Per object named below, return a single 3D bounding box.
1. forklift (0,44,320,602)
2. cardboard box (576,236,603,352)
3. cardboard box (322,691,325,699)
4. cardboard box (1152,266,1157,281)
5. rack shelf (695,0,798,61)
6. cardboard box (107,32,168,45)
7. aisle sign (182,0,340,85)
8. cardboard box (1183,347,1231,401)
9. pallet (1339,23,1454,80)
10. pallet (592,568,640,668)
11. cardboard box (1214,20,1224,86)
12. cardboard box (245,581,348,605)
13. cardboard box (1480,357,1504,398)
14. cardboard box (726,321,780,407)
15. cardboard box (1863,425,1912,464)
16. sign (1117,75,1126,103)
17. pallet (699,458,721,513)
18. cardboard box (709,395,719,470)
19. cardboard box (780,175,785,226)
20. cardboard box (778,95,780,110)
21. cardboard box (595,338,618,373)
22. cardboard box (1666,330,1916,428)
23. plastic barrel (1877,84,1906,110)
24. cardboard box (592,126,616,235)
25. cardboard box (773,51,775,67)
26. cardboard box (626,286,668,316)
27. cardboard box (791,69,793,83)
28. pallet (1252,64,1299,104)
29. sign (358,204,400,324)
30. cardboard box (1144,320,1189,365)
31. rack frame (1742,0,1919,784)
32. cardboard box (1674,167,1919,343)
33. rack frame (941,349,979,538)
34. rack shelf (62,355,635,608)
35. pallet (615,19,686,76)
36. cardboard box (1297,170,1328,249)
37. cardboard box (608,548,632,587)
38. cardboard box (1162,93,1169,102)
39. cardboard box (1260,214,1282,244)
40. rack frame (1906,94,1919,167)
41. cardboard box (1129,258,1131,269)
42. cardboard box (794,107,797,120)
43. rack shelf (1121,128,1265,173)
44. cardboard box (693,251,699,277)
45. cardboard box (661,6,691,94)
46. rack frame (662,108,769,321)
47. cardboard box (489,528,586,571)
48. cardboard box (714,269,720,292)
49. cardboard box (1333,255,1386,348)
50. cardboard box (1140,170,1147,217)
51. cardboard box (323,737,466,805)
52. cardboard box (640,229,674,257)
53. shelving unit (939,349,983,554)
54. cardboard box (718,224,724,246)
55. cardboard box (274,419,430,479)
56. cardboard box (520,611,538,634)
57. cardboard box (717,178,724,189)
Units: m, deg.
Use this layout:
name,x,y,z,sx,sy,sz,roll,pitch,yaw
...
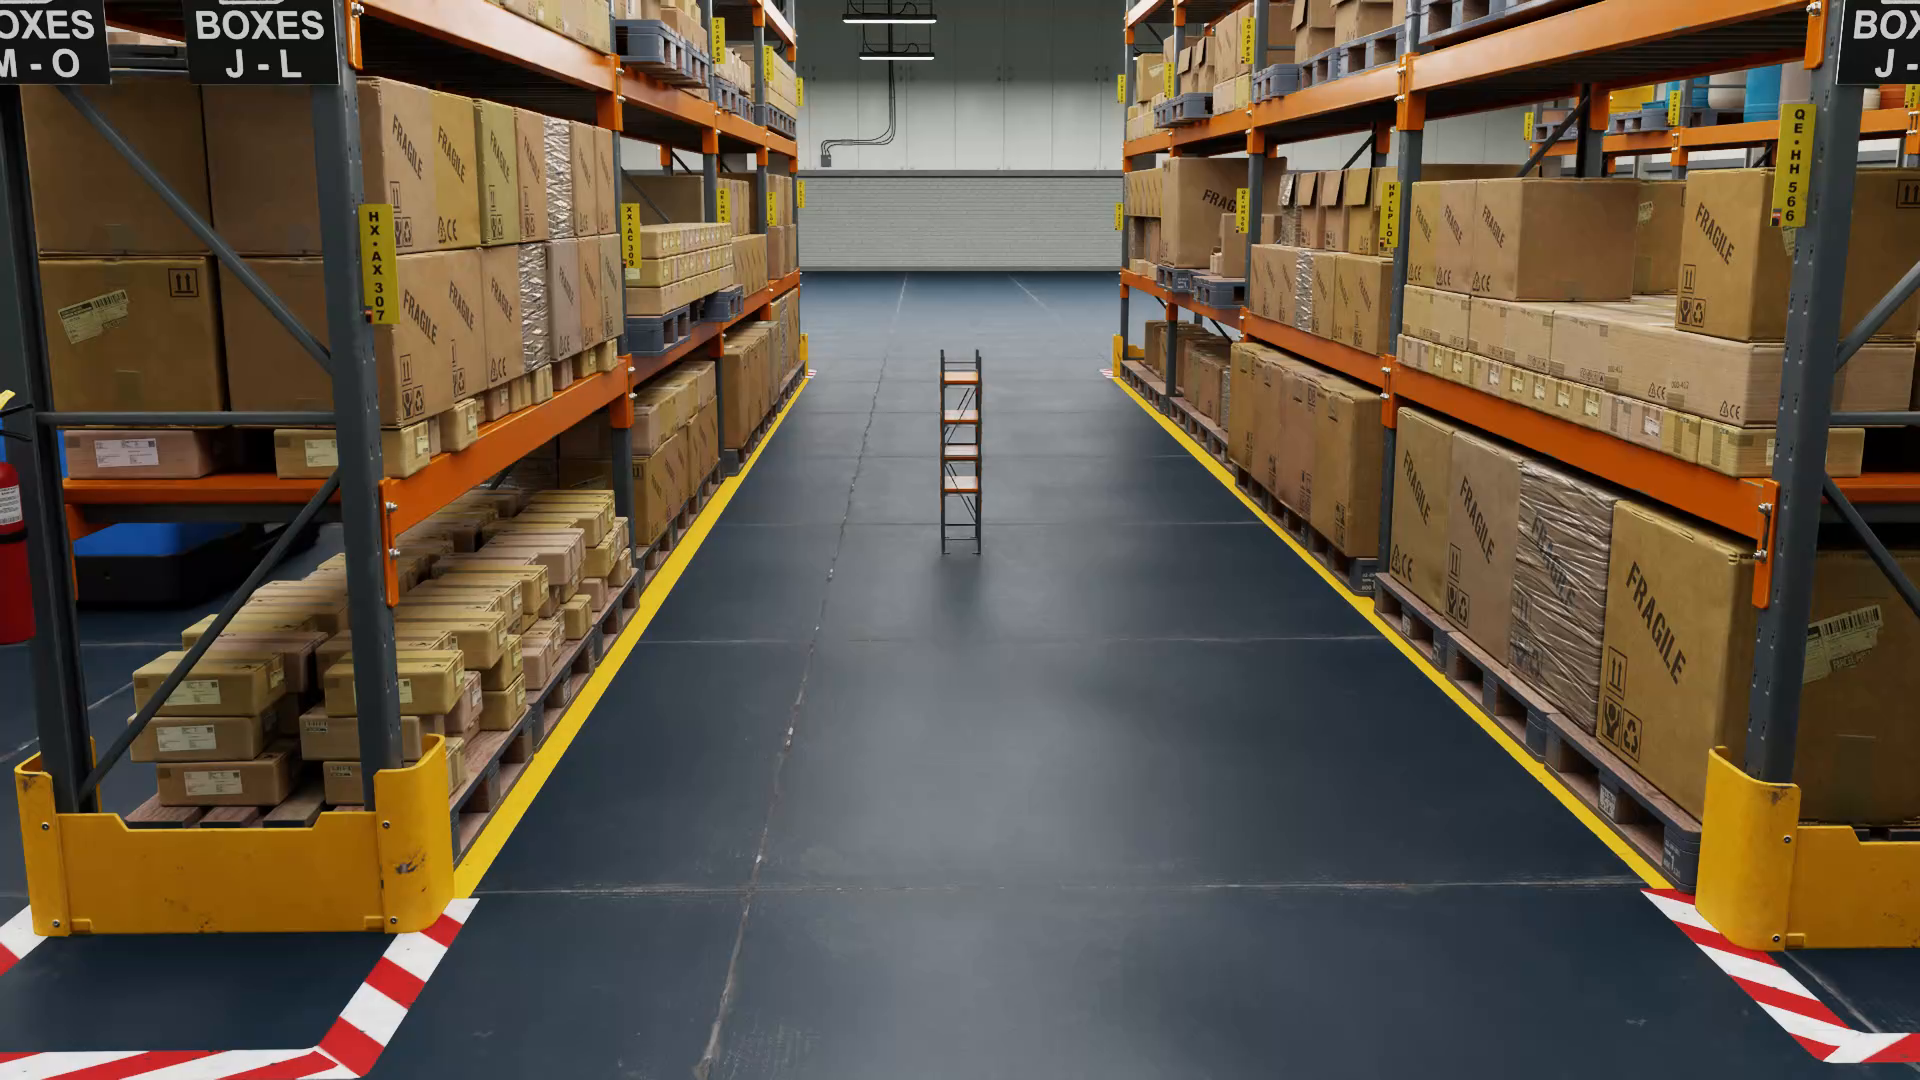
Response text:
name,x,y,z,sx,sy,sz,roll,pitch,yaw
forklift,-4.583,-1.349,9.837,1.130,2.935,3.031,0,11,-1
cardboard box,-1.928,-1.125,7.562,0.500,0.500,0.500,-1,11,-3
cardboard box,-2.456,0.505,5.892,0.380,0.149,0.250,-1,11,-3
cardboard box,2.210,-2.787,17.383,0.380,0.149,0.250,0,11,-1
rack shelf,-2.436,-5.508,17.892,1.077,0.370,4.000,0,11,-1
cardboard box,-7.159,-4.209,14.279,0.500,0.250,0.500,0,11,0
aisle sign,-1.846,-1.594,4.336,0.394,0.787,0.004,0,11,-1
cardboard box,2.557,-1.588,16.022,0.700,0.500,0.500,-1,12,-6
pallet,2.663,-2.687,9.198,0.805,0.209,1.217,-1,11,-3
pallet,-2.180,0.371,8.199,1.003,0.211,1.213,0,11,-1
cardboard box,2.372,-3.982,13.592,0.500,0.500,0.500,0,11,0
cardboard box,-2.495,0.256,6.371,0.380,0.149,0.250,0,11,1
cardboard box,2.432,-0.688,7.039,0.380,0.149,0.250,0,11,0
cardboard box,-2.292,-1.699,15.993,1.050,0.750,0.750,0,11,-1
cardboard box,3.130,-0.334,5.292,0.380,0.149,0.250,0,11,-2
sign,1.941,-5.411,19.942,0.100,0.325,0.005,0,11,-1
pallet,-2.298,-0.402,12.010,1.003,0.211,1.213,0,11,-1
cardboard box,-2.037,-0.775,12.065,0.500,0.500,0.500,0,11,-1
cardboard box,-2.388,-3.717,18.245,0.875,0.550,0.500,0,11,-1
cardboard box,-2.086,-4.597,17.453,0.380,0.149,0.250,0,11,-2
cardboard box,-1.875,-0.899,8.079,0.380,0.149,0.250,-1,11,-3
cardboard box,2.539,-0.502,5.116,0.500,0.250,0.500,0,11,-2
plastic barrel,7.787,-3.919,13.709,0.600,0.830,0.708,0,11,-1
cardboard box,-1.950,-1.721,7.985,0.500,0.500,0.500,-1,11,-3
cardboard box,-2.074,-4.886,16.875,0.380,0.149,0.250,0,11,-2
cardboard box,-1.778,-1.292,8.957,0.380,0.149,0.250,-1,11,-4
cardboard box,-2.122,-5.341,19.114,0.380,0.149,0.250,0,11,0
pallet,2.715,-3.174,11.590,1.213,0.211,1.003,0,11,1
sign,-1.604,-0.760,4.585,0.100,0.325,0.005,0,11,-1
cardboard box,2.480,-2.371,19.933,0.500,0.500,0.500,2,12,9
rack frame,2.814,-0.334,4.661,1.000,3.000,0.127,0,11,-1
cardboard box,2.541,-0.870,5.044,0.500,0.500,0.500,0,11,0
rack frame,-0.002,-0.604,10.517,0.240,1.200,0.015,0,11,-1
rack shelf,-2.188,-0.379,6.691,1.077,0.370,4.000,0,11,-1
pallet,-2.136,-2.630,8.906,1.213,0.211,1.003,0,11,-1
cardboard box,2.658,-2.190,11.035,0.797,0.503,0.637,0,11,0
cardboard box,-1.881,0.139,8.443,0.380,0.149,0.250,0,11,0
cardboard box,2.265,-4.478,16.916,0.380,0.149,0.250,-1,11,-4
cardboard box,2.598,-2.286,12.976,0.500,0.500,0.500,-2,12,-8
rack frame,7.601,-1.945,12.600,1.000,3.000,0.127,0,11,-1
cardboard box,2.251,-3.334,20.079,0.380,0.149,0.250,0,11,-1
cardboard box,-2.132,-5.051,19.693,0.380,0.149,0.250,0,11,-1
rack shelf,2.525,-4.234,18.152,1.077,0.370,4.000,0,11,-1
cardboard box,-1.810,-1.698,10.213,0.380,0.149,0.250,0,11,-2
cardboard box,-2.017,-3.132,10.656,0.500,0.500,0.500,0,11,-1
rack frame,-2.395,-2.719,16.418,1.000,3.000,0.127,0,11,-1
cardboard box,-1.879,0.046,7.405,0.380,0.149,0.250,-1,11,-4
cardboard box,-1.832,-1.760,11.268,0.380,0.149,0.250,0,11,-2
cardboard box,2.445,-1.368,9.508,0.500,0.500,0.500,0,11,1
cardboard box,2.254,-3.791,18.185,0.500,0.500,0.500,0,11,-1
cardboard box,-1.838,0.752,5.421,0.380,0.149,0.250,0,11,0
cardboard box,-1.790,-1.639,9.171,0.380,0.149,0.250,0,11,0
shelving unit,0.003,-0.555,10.278,0.258,1.200,0.503,0,11,-1
cardboard box,-1.835,-2.101,11.449,0.380,0.149,0.250,0,11,1
cardboard box,-1.826,-0.276,5.009,0.380,0.149,0.250,0,11,-2
cardboard box,-1.984,0.292,6.939,0.380,0.149,0.250,0,11,2
cardboard box,-2.336,-2.755,13.827,0.700,0.500,0.500,0,11,-2
